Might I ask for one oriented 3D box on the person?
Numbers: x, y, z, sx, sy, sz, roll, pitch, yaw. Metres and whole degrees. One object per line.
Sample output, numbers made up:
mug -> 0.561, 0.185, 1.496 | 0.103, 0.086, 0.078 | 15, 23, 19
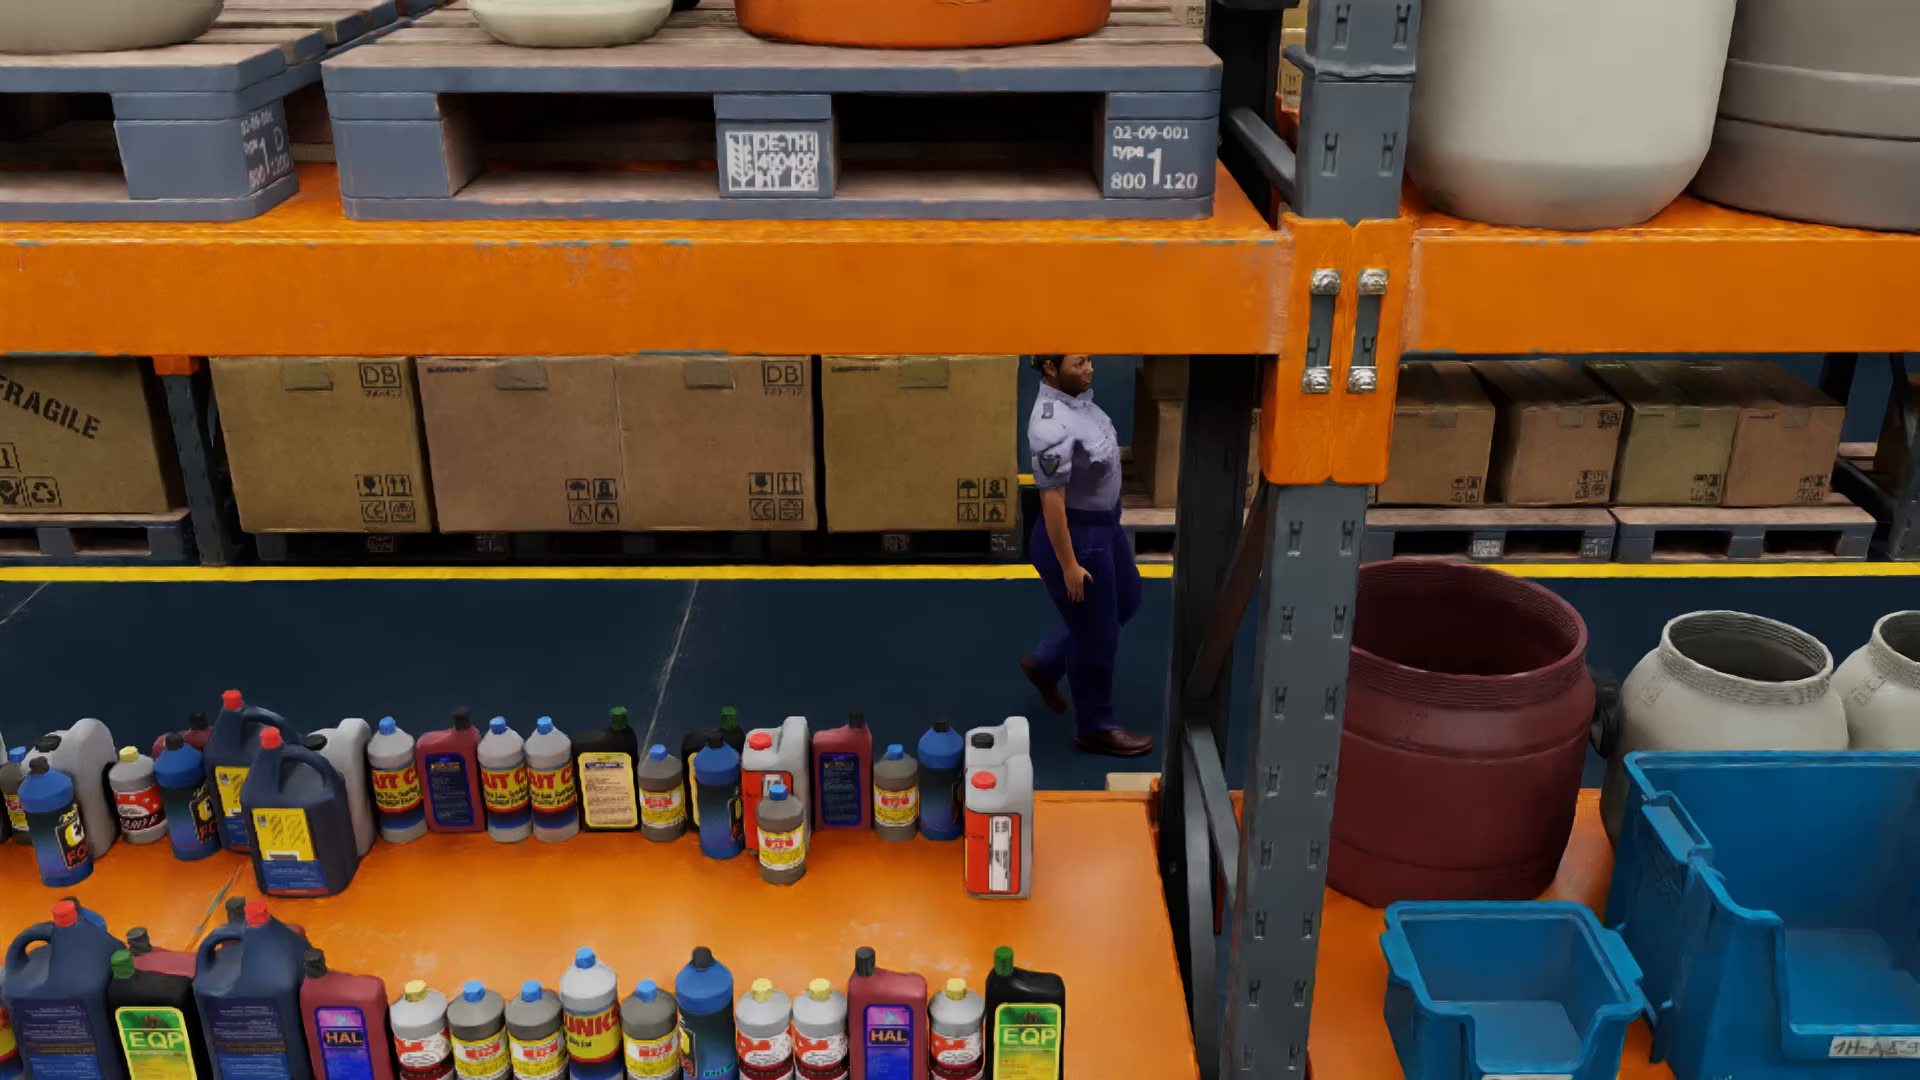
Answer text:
person -> 0.484, 0.099, 6.135 | 0.533, 1.444, 0.496 | 4, 25, 10
